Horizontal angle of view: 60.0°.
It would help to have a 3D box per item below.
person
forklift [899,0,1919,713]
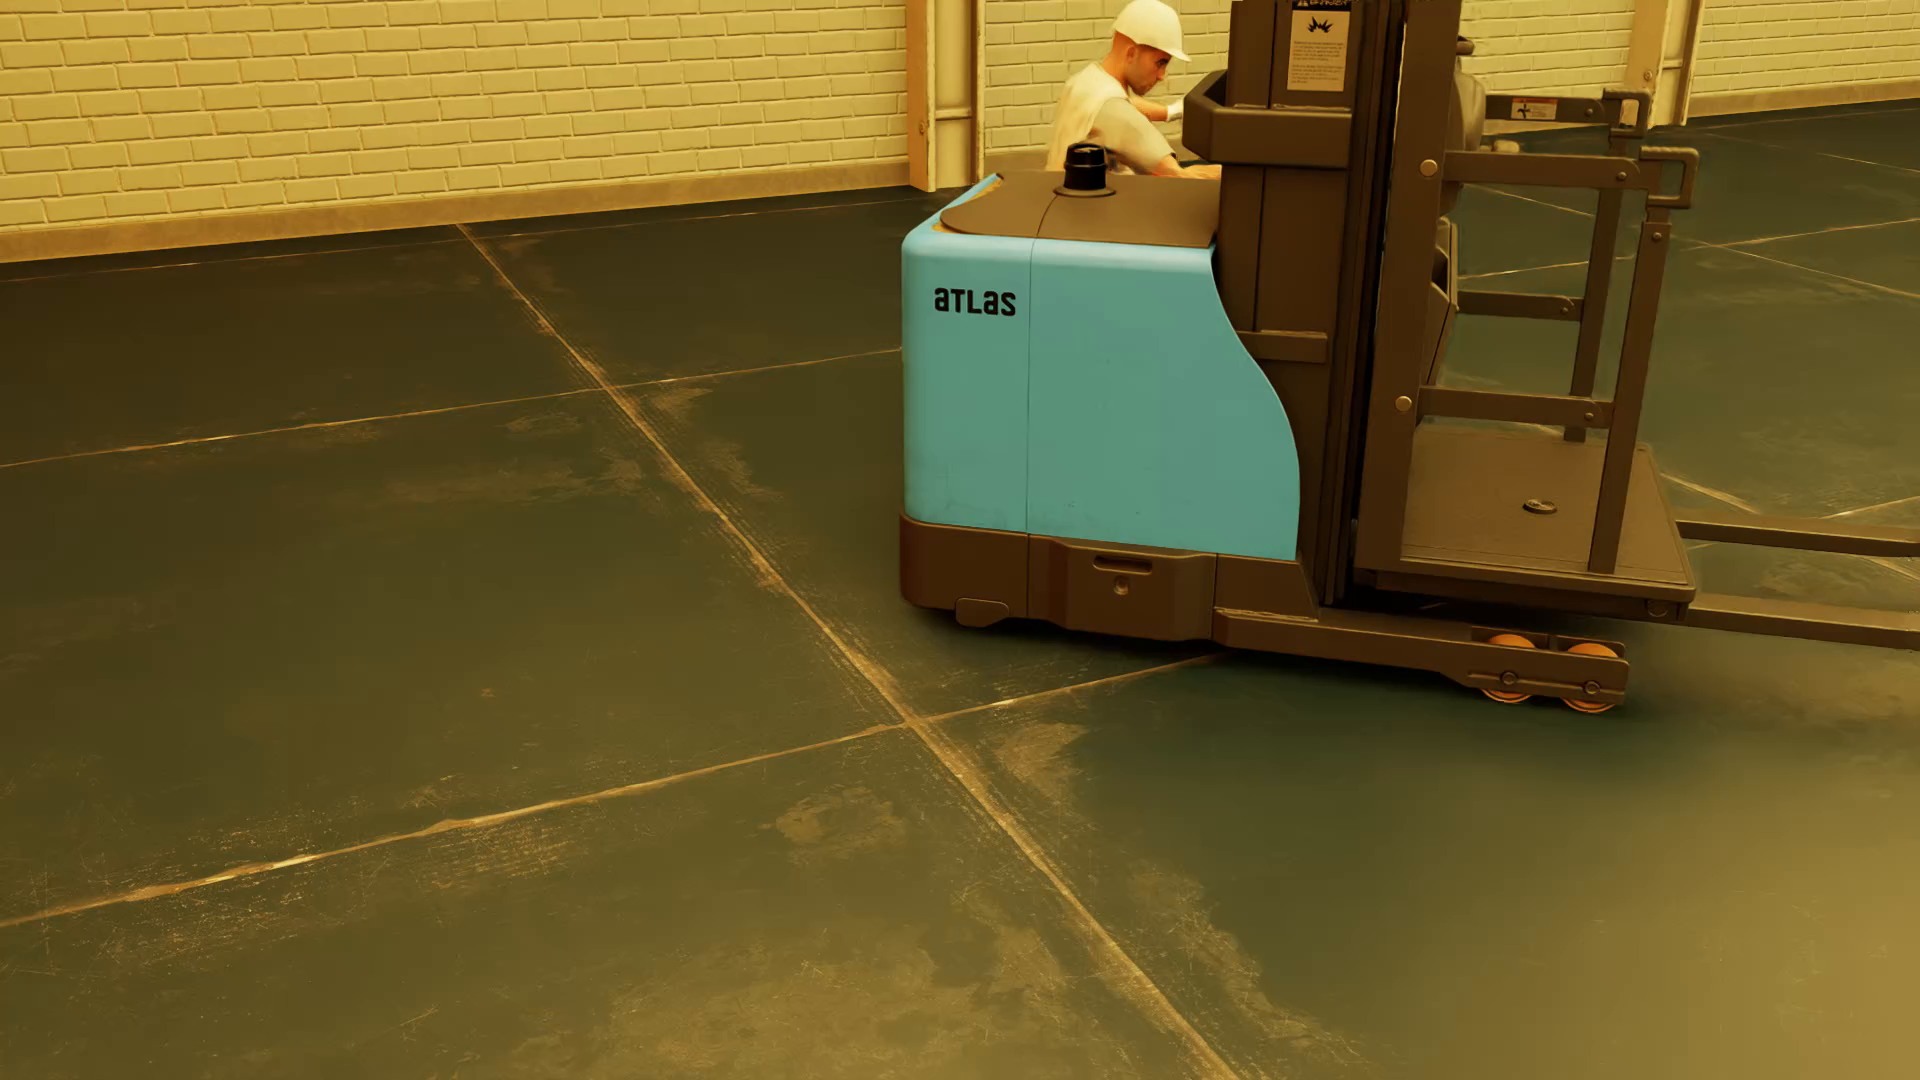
[{"bbox_3d":[0.645,-1.025,5.610,0.734,1.535,1.069,-1,23,-3],"label":"person"},{"bbox_3d":[1.412,-1.156,4.068,3.031,2.935,1.130,6,23,14],"label":"forklift"}]
